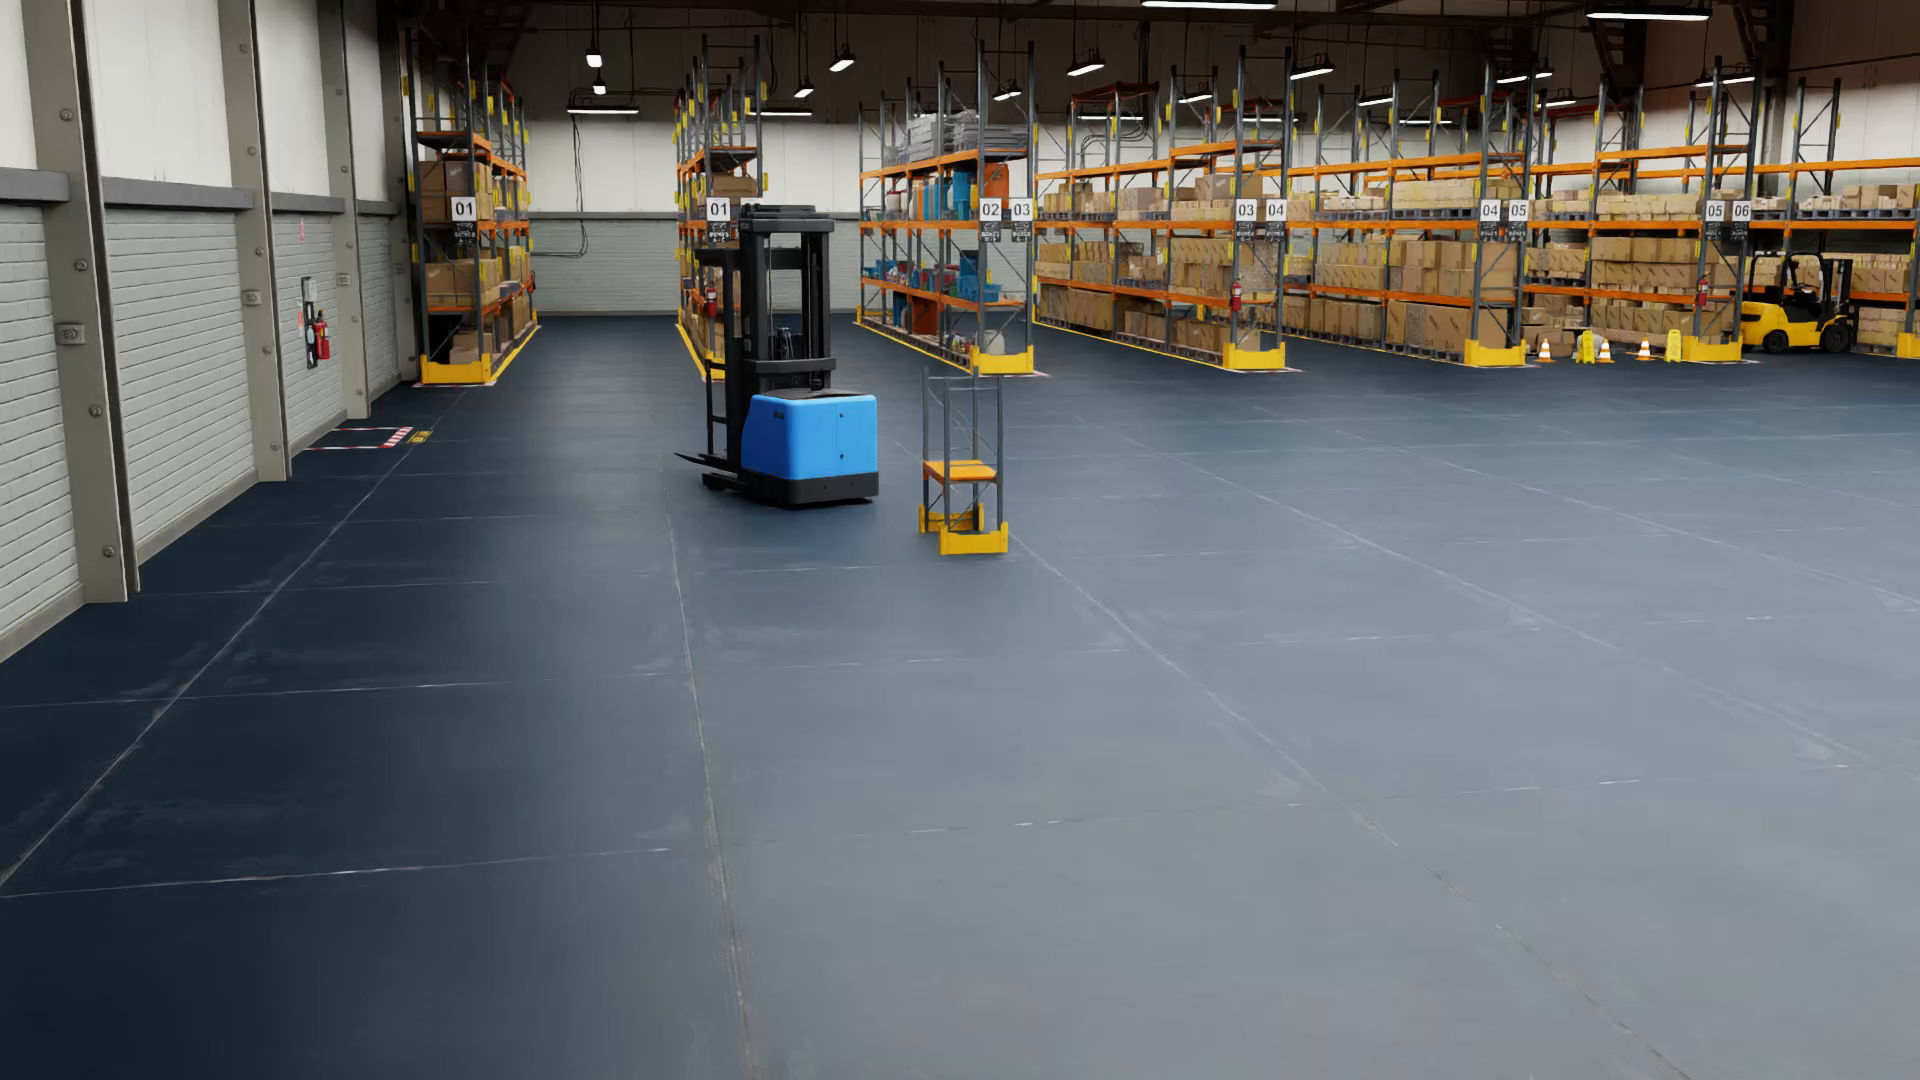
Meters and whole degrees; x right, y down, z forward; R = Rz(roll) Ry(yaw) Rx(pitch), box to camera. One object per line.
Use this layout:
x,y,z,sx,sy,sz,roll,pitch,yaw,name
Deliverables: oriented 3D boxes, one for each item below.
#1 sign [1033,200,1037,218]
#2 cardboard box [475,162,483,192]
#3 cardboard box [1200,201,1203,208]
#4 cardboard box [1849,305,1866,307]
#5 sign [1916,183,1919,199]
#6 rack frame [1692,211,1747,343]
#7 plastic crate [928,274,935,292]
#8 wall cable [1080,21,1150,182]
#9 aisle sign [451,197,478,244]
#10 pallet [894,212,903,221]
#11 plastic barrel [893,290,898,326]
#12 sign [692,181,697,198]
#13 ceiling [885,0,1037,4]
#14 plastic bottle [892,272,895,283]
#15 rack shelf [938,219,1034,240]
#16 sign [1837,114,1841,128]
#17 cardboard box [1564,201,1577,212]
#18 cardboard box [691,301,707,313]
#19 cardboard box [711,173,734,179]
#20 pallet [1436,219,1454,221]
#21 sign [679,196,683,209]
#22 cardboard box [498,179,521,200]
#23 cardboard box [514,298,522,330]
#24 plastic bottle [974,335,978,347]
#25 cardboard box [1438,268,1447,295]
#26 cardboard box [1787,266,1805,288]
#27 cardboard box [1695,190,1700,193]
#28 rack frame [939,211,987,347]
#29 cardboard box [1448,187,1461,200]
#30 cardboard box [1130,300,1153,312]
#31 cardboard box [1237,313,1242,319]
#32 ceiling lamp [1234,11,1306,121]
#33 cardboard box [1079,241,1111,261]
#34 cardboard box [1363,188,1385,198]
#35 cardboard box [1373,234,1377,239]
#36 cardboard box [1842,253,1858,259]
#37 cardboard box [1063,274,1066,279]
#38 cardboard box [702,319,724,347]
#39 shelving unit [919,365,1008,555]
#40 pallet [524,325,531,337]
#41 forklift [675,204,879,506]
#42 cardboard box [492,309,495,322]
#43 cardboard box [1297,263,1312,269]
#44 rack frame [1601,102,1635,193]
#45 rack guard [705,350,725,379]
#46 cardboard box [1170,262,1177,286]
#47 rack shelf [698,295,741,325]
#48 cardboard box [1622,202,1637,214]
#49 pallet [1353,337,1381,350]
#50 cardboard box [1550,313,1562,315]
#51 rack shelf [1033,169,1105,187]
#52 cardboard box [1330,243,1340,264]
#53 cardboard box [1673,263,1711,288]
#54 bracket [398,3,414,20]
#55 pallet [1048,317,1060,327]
1.381,-6.109,30.726,0.100,0.325,0.005,-2,11,-11,sign
-8.762,-6.449,29.539,0.500,0.500,0.500,-2,11,-12,cardboard box
5.056,-6.767,33.540,0.380,0.149,0.250,-2,11,-10,cardboard box
19.588,-5.033,36.672,0.500,0.250,0.500,-2,11,-12,cardboard box
19.753,-7.186,34.252,0.100,0.325,0.005,-2,11,-11,sign
15.419,-5.153,33.746,1.000,3.000,0.127,-2,11,-11,rack frame
-0.457,-5.529,35.766,0.392,0.384,0.575,-2,11,-11,plastic crate
4.868,-13.417,52.516,2.277,5.999,0.120,-2,11,-11,wall cable
-8.569,-5.527,28.758,0.394,0.787,0.004,-2,11,-11,aisle sign
-1.022,-7.846,40.378,1.003,0.211,1.213,-2,11,-11,pallet
-1.405,-5.888,42.099,0.600,0.901,0.708,-2,11,-11,plastic barrel
-5.328,-7.027,33.347,0.100,0.325,0.005,-2,11,-11,sign
-0.430,-15.497,47.985,6.000,0.001,6.000,-2,11,-11,ceiling
-1.597,-6.484,41.070,0.152,0.276,0.135,-2,11,-11,plastic bottle
0.451,-6.099,32.620,1.077,0.370,4.000,-2,11,-11,rack shelf
20.059,-9.567,37.972,0.100,0.325,0.005,-2,11,-11,sign
14.292,-7.687,38.319,0.500,0.250,0.500,-2,11,-10,cardboard box
-6.002,-5.430,38.705,0.500,0.250,0.500,-2,11,-9,cardboard box
-4.878,-7.256,34.044,0.500,0.500,0.500,-2,11,-10,cardboard box
13.312,-8.567,44.173,0.805,0.209,1.217,-3,11,-13,pallet
-6.884,-8.340,41.087,0.100,0.325,0.005,-2,11,-11,sign
-11.075,-8.617,40.932,0.500,0.500,0.500,-2,11,-12,cardboard box
-10.782,-5.326,39.281,0.750,0.750,0.750,-2,11,-9,cardboard box
0.367,-4.071,34.171,0.152,0.276,0.135,-2,11,-11,plastic bottle
10.353,-5.302,34.127,0.875,0.550,0.550,-2,11,-11,cardboard box
19.340,-6.026,38.066,0.500,0.500,0.500,-2,11,-13,cardboard box
18.634,-8.438,41.324,0.500,0.500,0.500,-2,11,-11,cardboard box
0.062,-5.346,34.761,1.000,3.000,0.127,-2,11,-11,rack frame
10.118,-6.927,33.261,0.500,0.250,0.500,-2,11,-11,cardboard box
4.302,-5.494,39.044,0.500,0.250,0.500,-2,11,-9,cardboard box
7.756,-6.117,45.315,0.380,0.149,0.250,-2,11,-13,cardboard box
9.407,-14.306,50.180,2.000,3.185,0.800,-2,11,-11,ceiling lamp
3.497,-7.418,42.699,0.797,0.503,0.637,-2,11,-12,cardboard box
9.640,-7.891,38.452,0.500,0.500,0.500,-2,11,-11,cardboard box
12.164,-8.774,48.094,0.380,0.149,0.250,-2,11,-9,cardboard box
19.675,-6.234,36.628,0.380,0.149,0.250,-2,11,-11,cardboard box
2.934,-6.961,43.919,0.380,0.149,0.250,-2,11,-10,cardboard box
-4.624,-3.927,31.532,0.500,0.500,0.500,-2,11,-11,cardboard box
0.015,-0.723,14.483,0.587,1.500,1.083,-2,11,-11,shelving unit
-11.283,-5.225,41.585,1.003,0.211,1.213,-2,11,-11,pallet
-2.064,-1.998,17.356,1.130,2.935,3.031,-7,13,-34,forklift
-10.088,-4.745,35.105,0.500,0.250,0.500,-2,11,-11,cardboard box
8.485,-6.724,40.757,0.380,0.149,0.250,-2,11,-10,cardboard box
17.954,-10.482,45.700,1.000,3.000,0.127,-2,11,-11,rack frame
-4.014,-3.200,30.174,1.175,0.500,0.348,-2,11,-11,rack guard
4.948,-5.636,35.225,0.875,0.500,0.500,-2,11,-11,cardboard box
-4.408,-4.446,31.958,1.077,0.370,4.000,-2,11,-11,rack shelf
14.653,-7.155,35.850,0.500,0.250,0.500,-2,11,-10,cardboard box
9.582,-4.457,37.547,1.003,0.211,1.213,-2,11,-11,pallet
14.115,-5.296,40.406,0.950,0.372,0.625,-2,11,-12,cardboard box
2.976,-9.757,44.887,1.077,0.370,4.000,-2,11,-11,rack shelf
9.205,-6.786,39.387,0.700,0.500,0.500,-2,11,-12,cardboard box
15.044,-5.437,34.179,0.500,0.500,0.500,-2,11,-12,cardboard box
-9.433,-9.001,28.293,0.235,0.232,0.430,-2,11,-11,bracket
3.053,-5.990,45.602,1.003,0.211,1.213,-2,11,-11,pallet
